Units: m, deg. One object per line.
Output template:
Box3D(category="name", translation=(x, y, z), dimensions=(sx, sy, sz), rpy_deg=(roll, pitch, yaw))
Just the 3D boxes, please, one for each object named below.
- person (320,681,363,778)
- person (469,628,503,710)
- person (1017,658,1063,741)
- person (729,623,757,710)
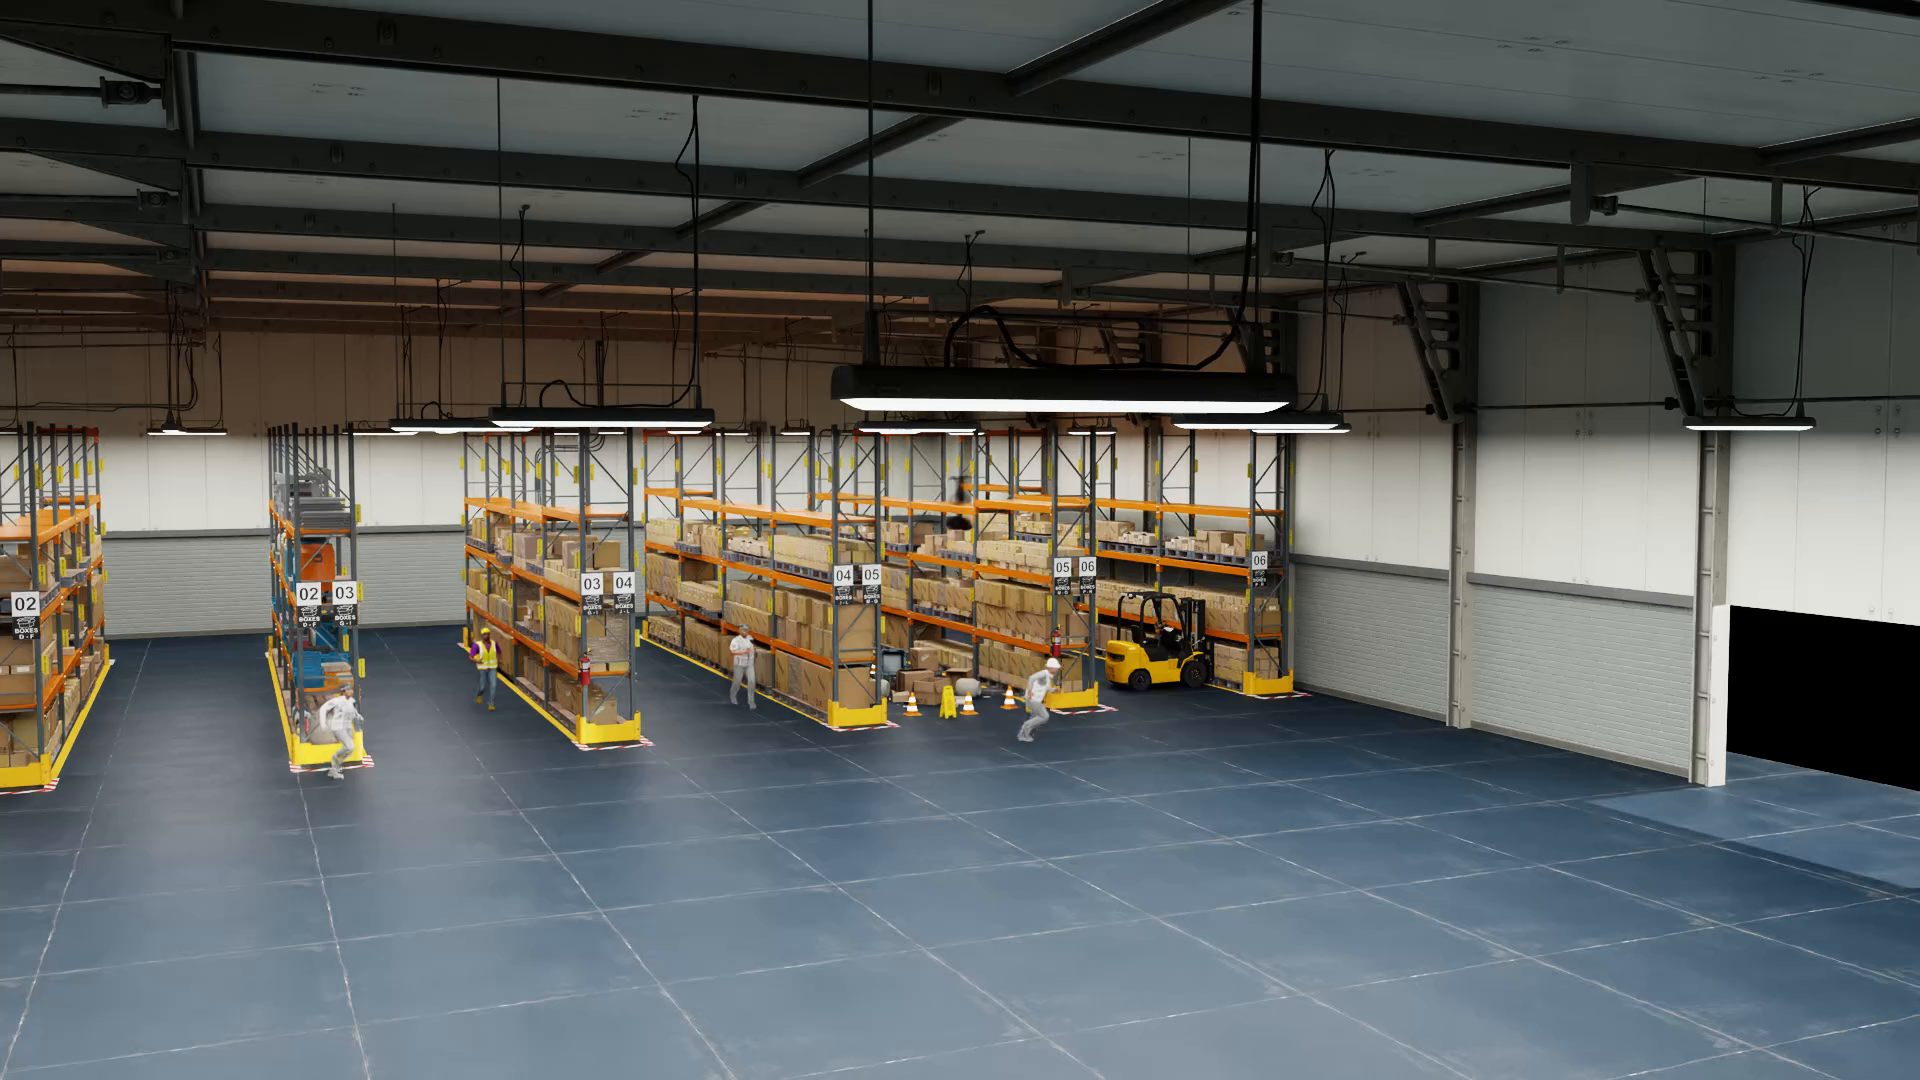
Box3D(category="person", translation=(-10.336, 3.192, 27.930), dimensions=(0.651, 1.643, 0.652), rpy_deg=(1, 4, 22))
Box3D(category="person", translation=(-9.985, 2.716, 35.097), dimensions=(0.714, 1.733, 0.791), rpy_deg=(-2, 4, -30))
Box3D(category="person", translation=(1.490, 3.015, 31.233), dimensions=(0.866, 1.600, 0.685), rpy_deg=(1, 4, 16))
Box3D(category="person", translation=(-4.620, 2.664, 35.369), dimensions=(0.641, 1.811, 0.915), rpy_deg=(-2, 4, -33))
